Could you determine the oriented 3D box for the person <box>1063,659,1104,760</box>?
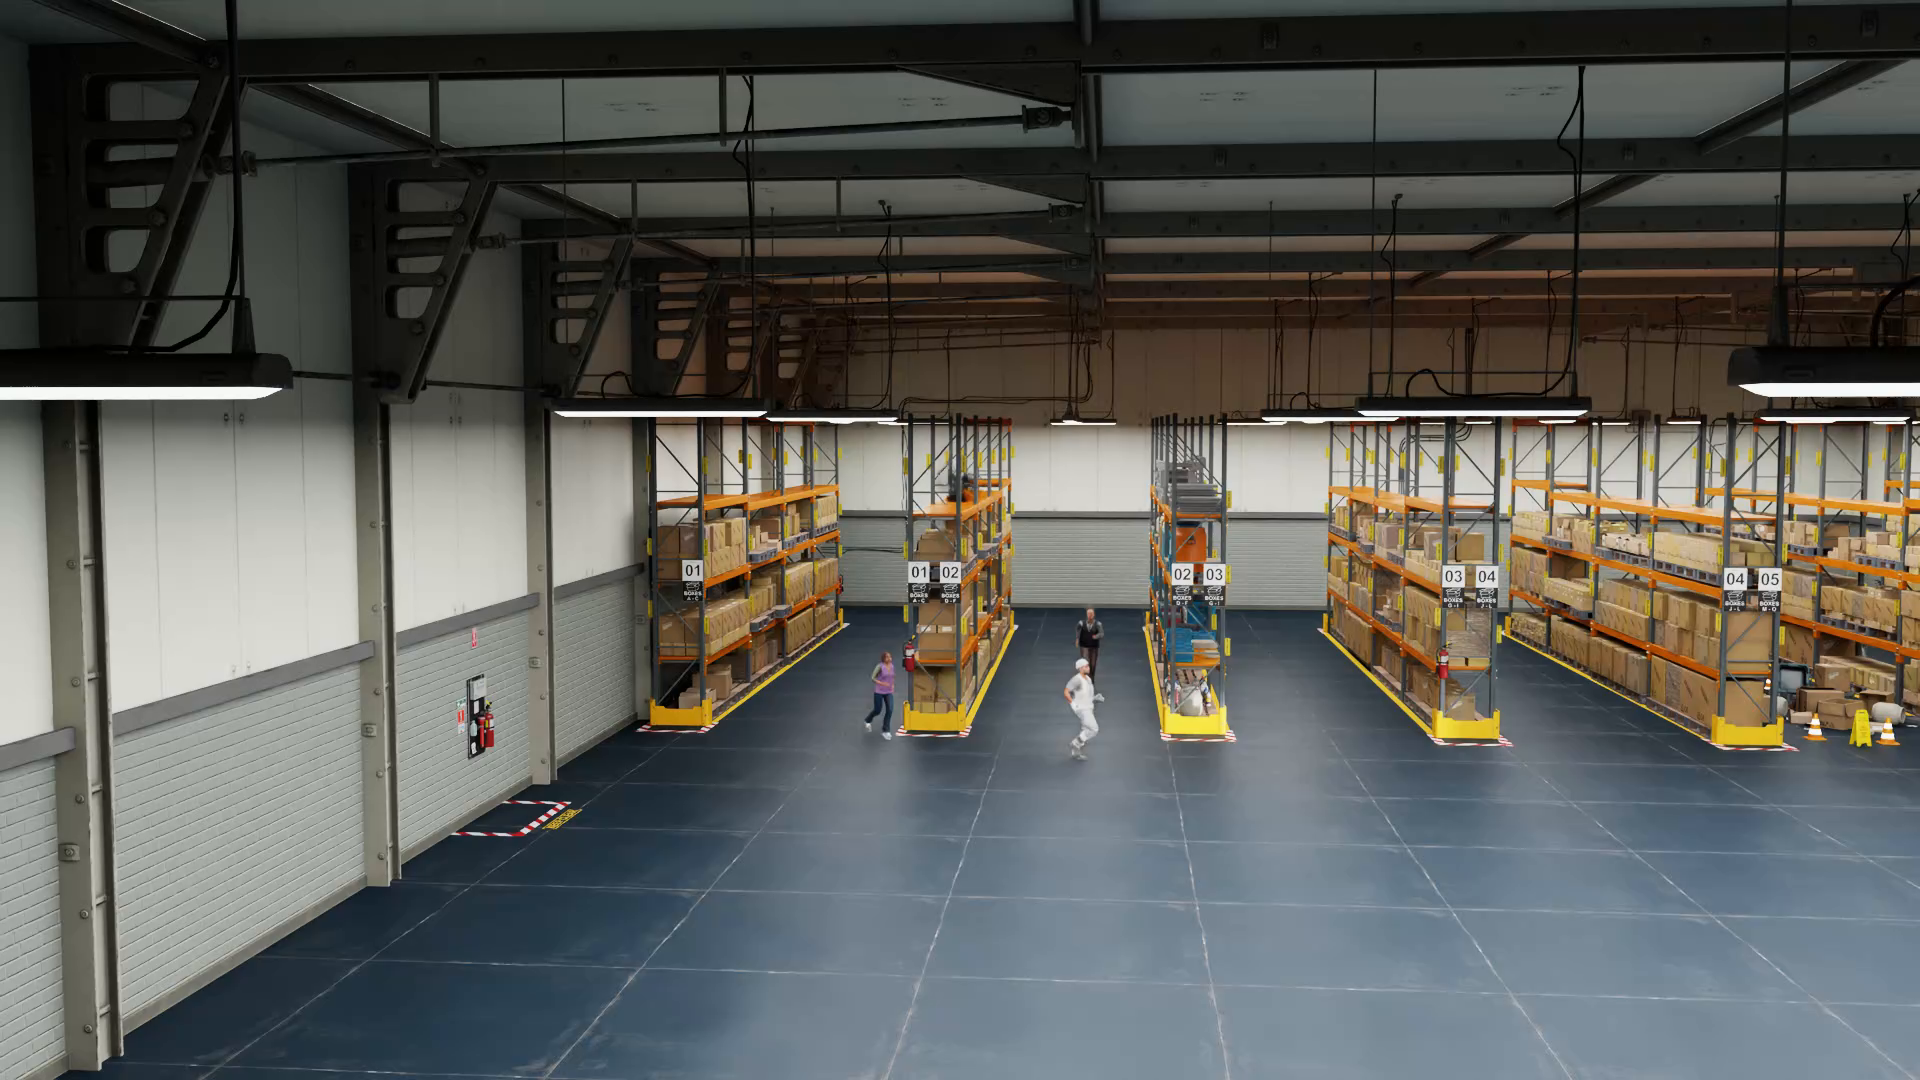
[{"bbox_3d":[2.169,2.914,28.554,0.609,1.742,0.644,2,4,26],"label":"person"}]

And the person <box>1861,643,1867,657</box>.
[{"bbox_3d":[21.564,2.229,39.608,0.627,1.680,0.656,0,4,7],"label":"person"}]

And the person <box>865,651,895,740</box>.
[{"bbox_3d":[-1.425,2.853,30.868,0.563,1.601,0.809,-3,5,-34],"label":"person"}]

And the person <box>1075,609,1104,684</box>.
[{"bbox_3d":[2.831,2.388,36.302,0.621,1.775,0.834,0,4,-1],"label":"person"}]
